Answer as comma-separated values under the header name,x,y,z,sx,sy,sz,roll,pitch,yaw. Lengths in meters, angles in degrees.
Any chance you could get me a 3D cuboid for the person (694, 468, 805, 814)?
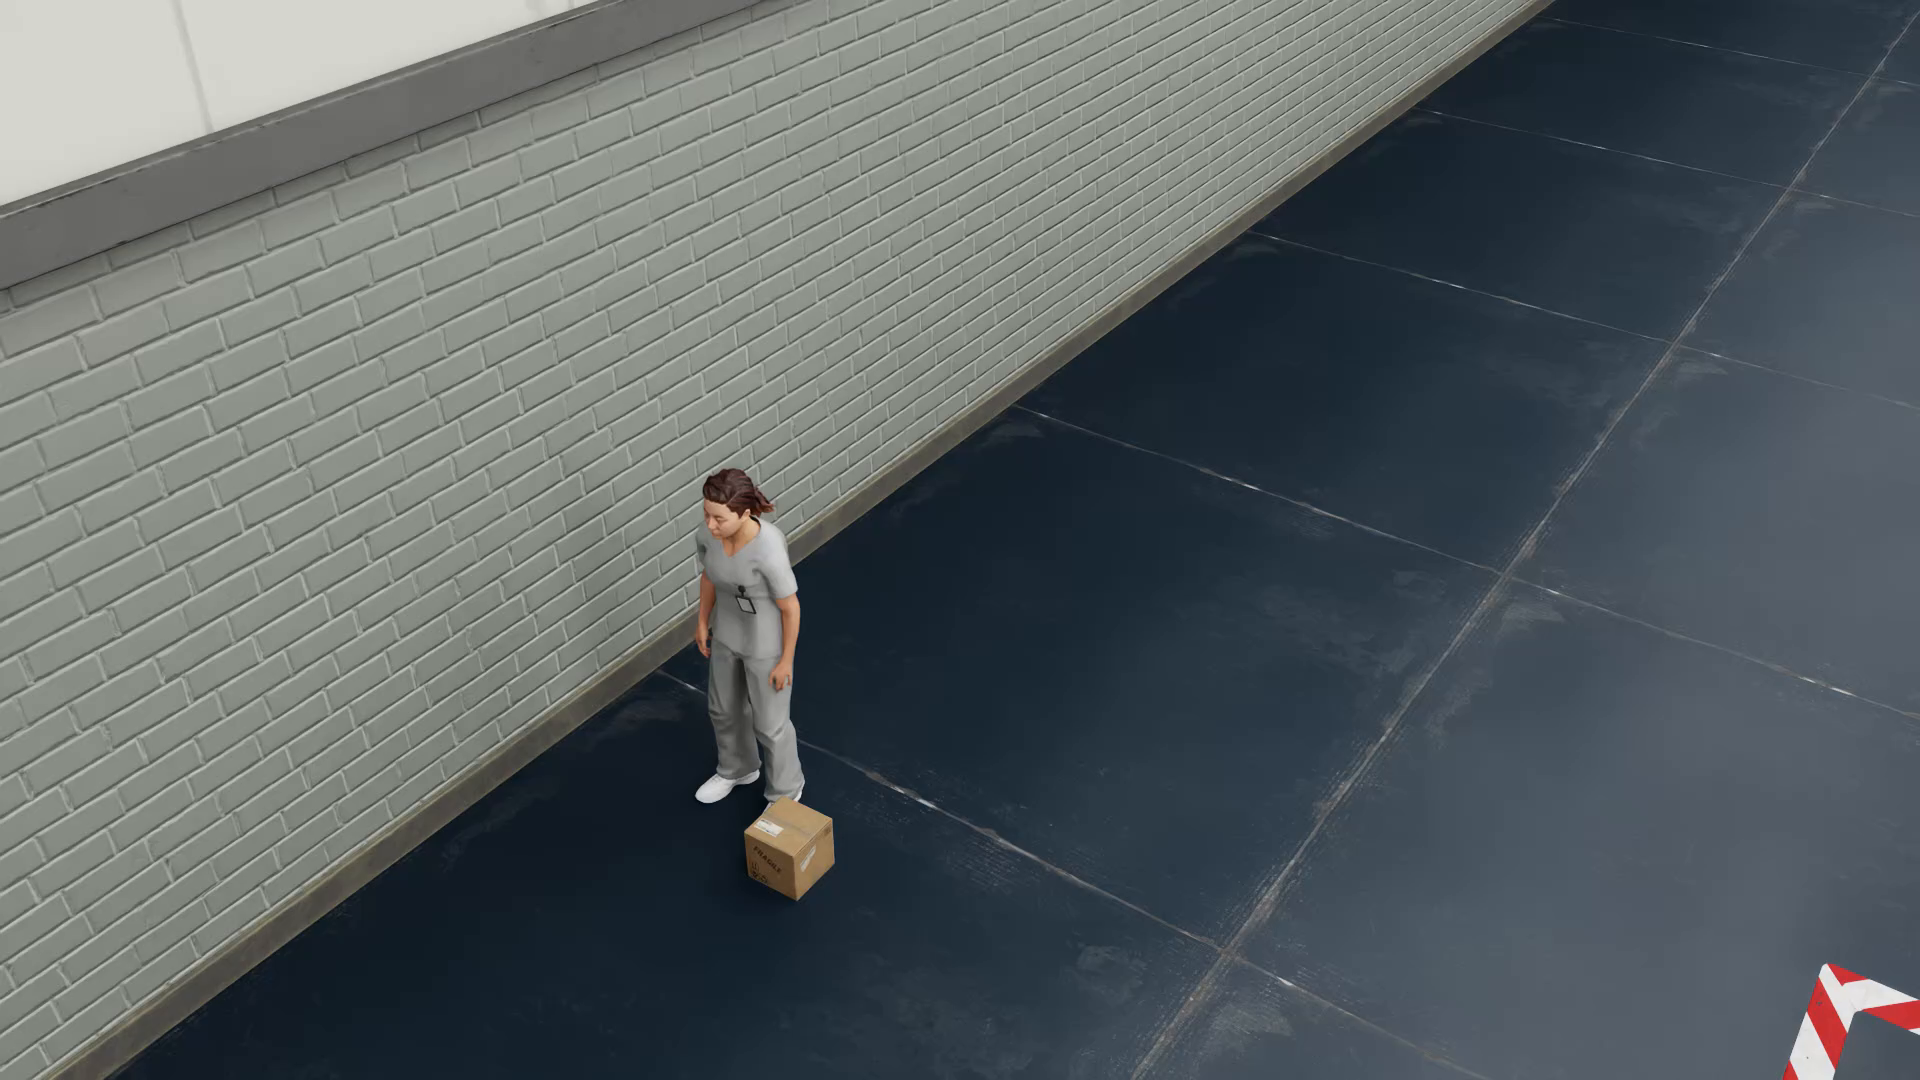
name,x,y,z,sx,sy,sz,roll,pitch,yaw
person,-0.833,0.412,6.549,0.488,1.673,0.355,22,40,28
